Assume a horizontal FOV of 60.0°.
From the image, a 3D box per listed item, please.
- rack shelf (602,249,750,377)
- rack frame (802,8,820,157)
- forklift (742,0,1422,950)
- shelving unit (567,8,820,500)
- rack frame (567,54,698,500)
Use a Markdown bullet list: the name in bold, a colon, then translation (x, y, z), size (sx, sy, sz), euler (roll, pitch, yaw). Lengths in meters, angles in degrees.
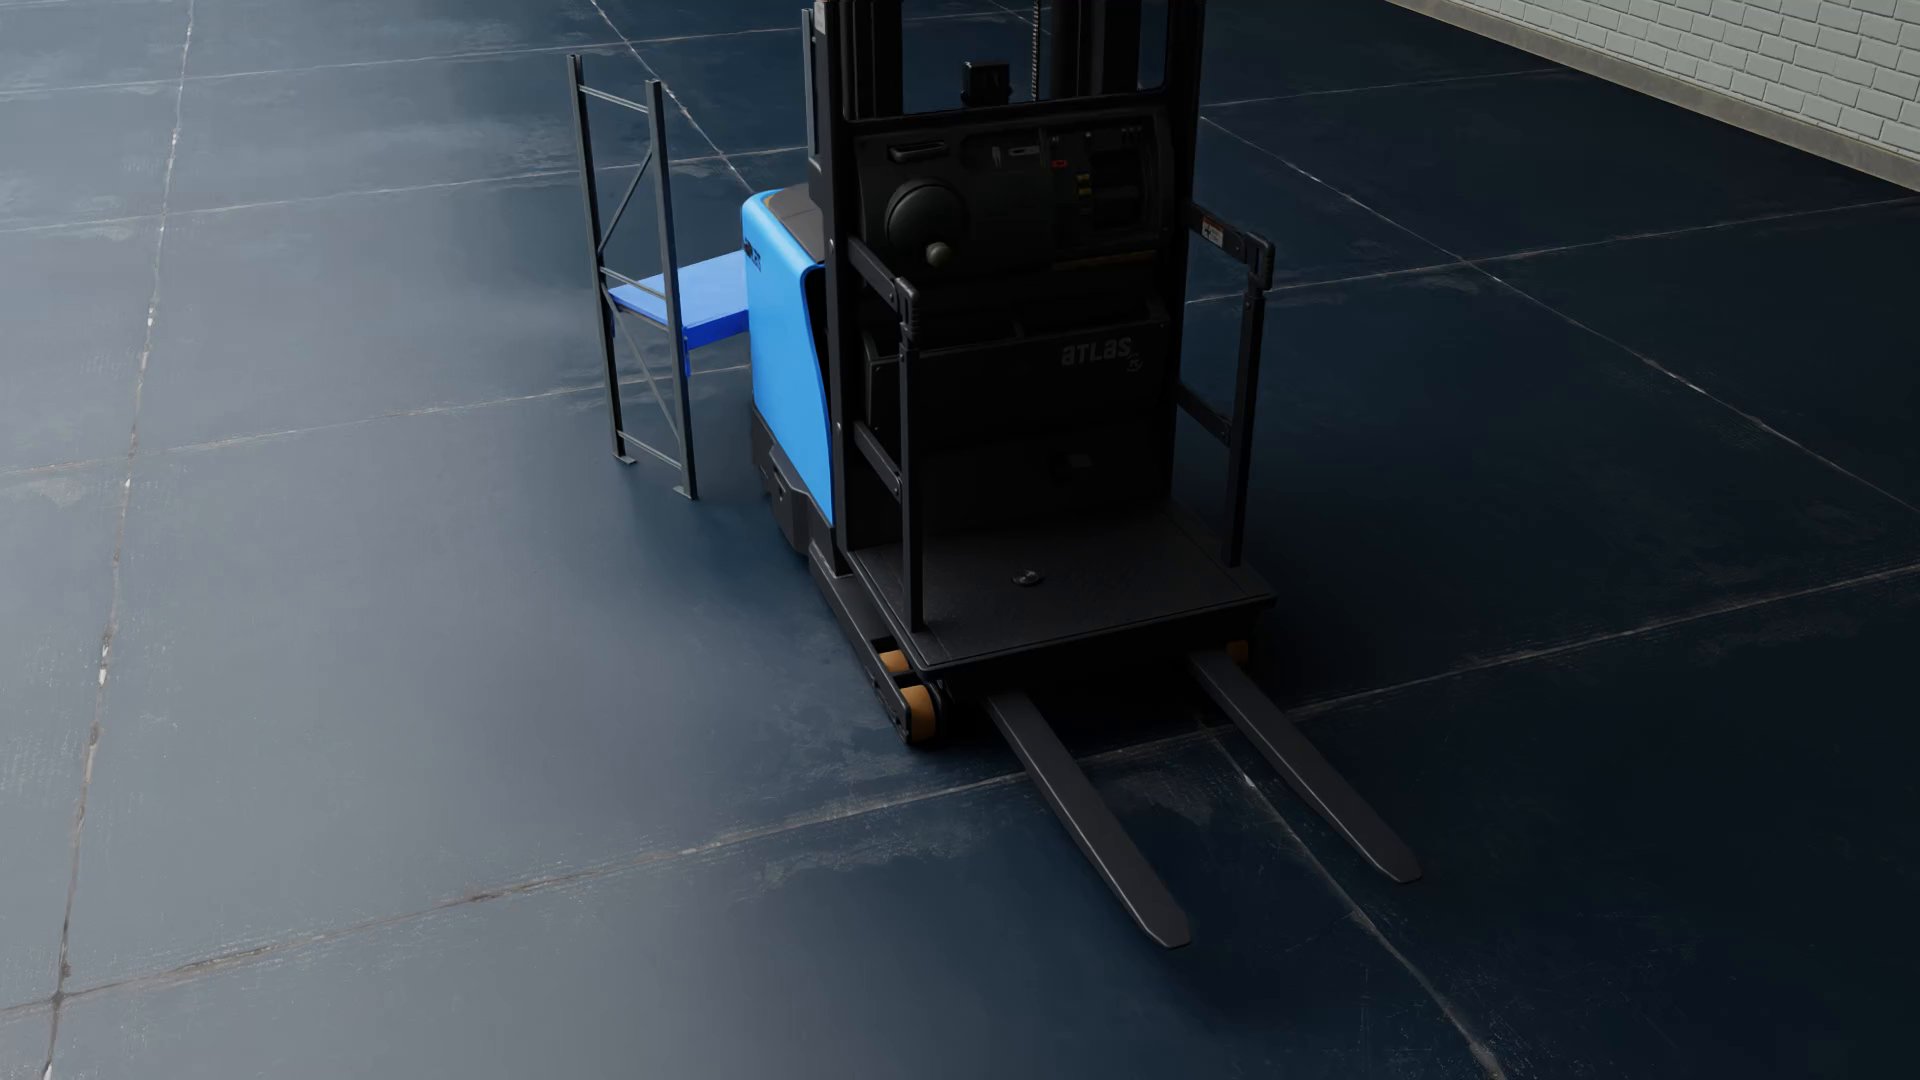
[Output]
- **rack shelf**: translation (-0.770, -0.909, 6.193), size (1.000, 0.185, 0.538), euler (-26, 38, -37)
- **rack frame**: translation (-0.405, -1.240, 6.412), size (0.032, 1.500, 0.500), euler (-26, 38, -37)
- **forklift**: translation (0.239, -0.928, 4.419), size (1.130, 2.935, 3.031), euler (-11, 31, -18)
- **shelving unit**: translation (-0.770, -1.065, 6.104), size (1.048, 1.500, 0.538), euler (-26, 38, -37)
- **rack frame**: translation (-1.134, -0.890, 5.796), size (0.032, 1.500, 0.500), euler (-26, 38, -37)
